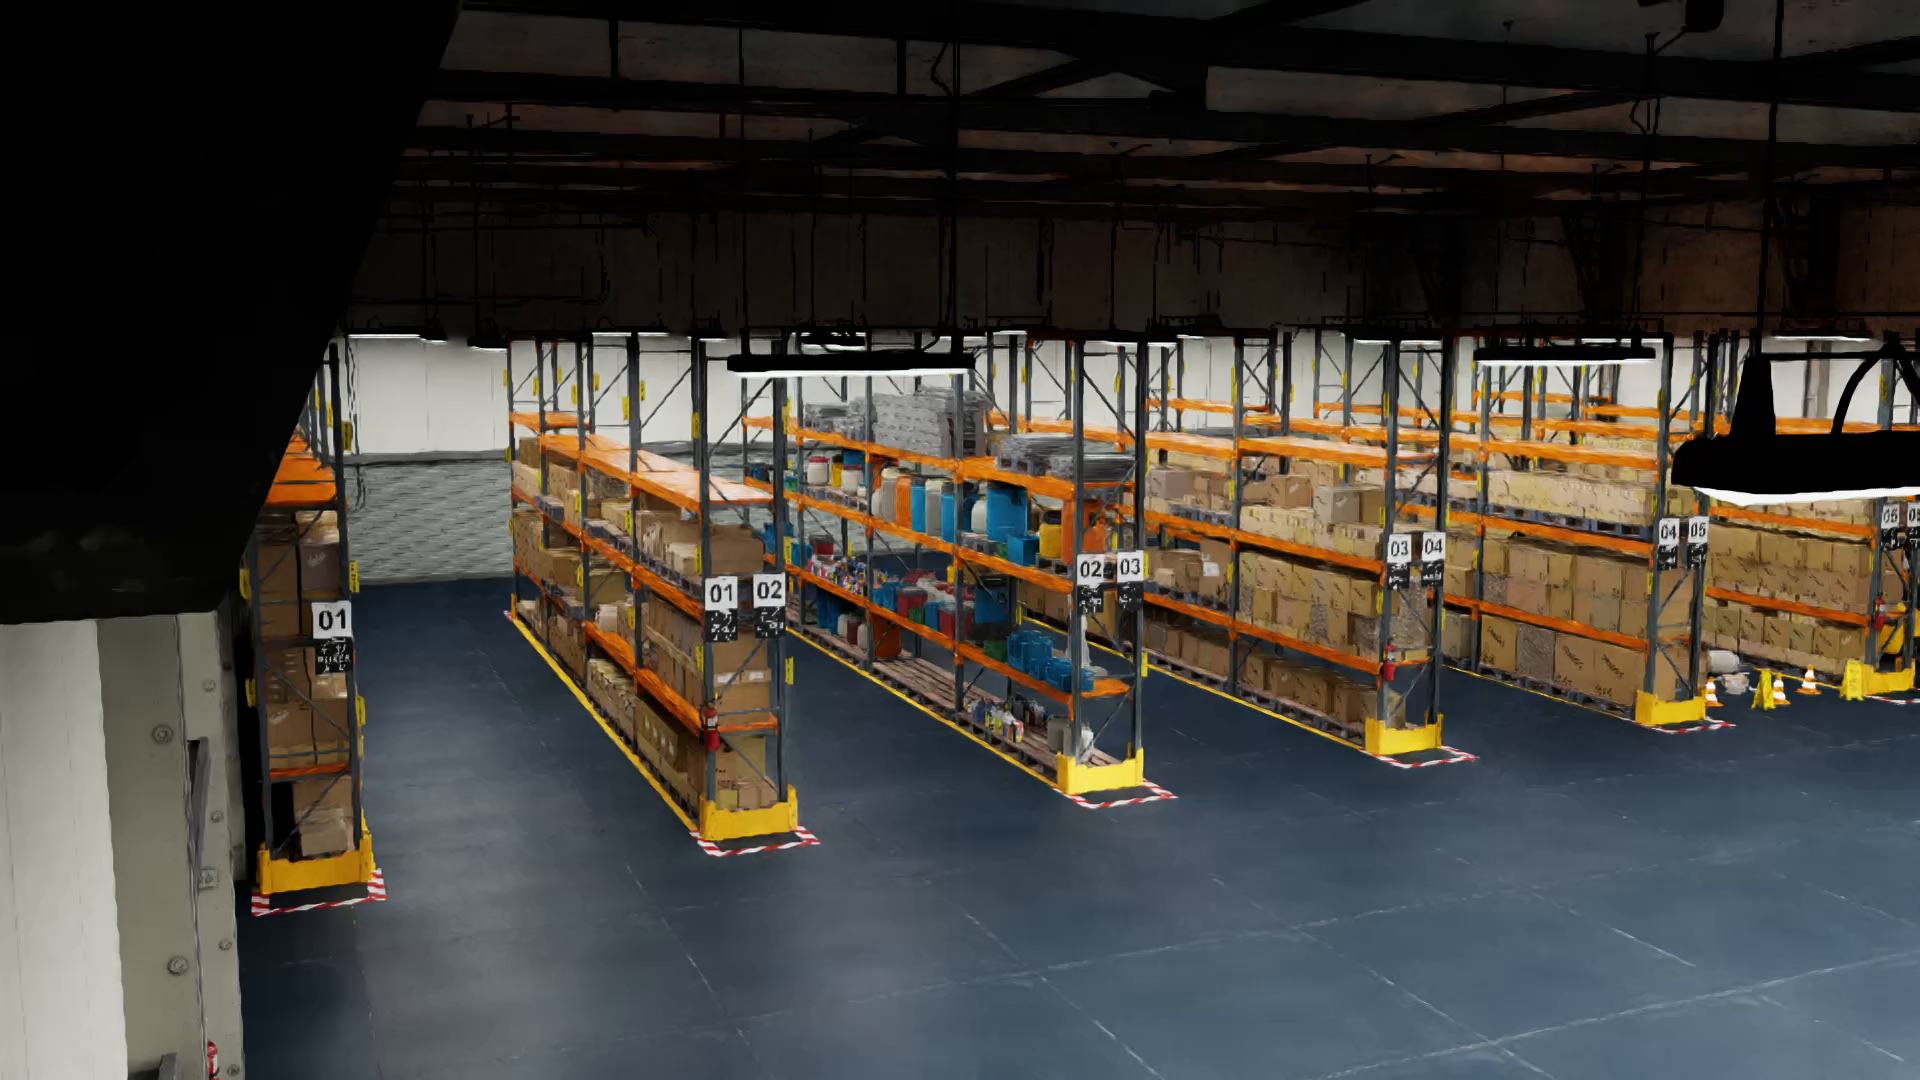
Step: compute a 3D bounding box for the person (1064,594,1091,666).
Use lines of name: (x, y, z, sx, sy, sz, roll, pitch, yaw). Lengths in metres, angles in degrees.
person: (2.036, 1.371, 29.907, 0.647, 1.773, 0.691, 0, 8, 2)
